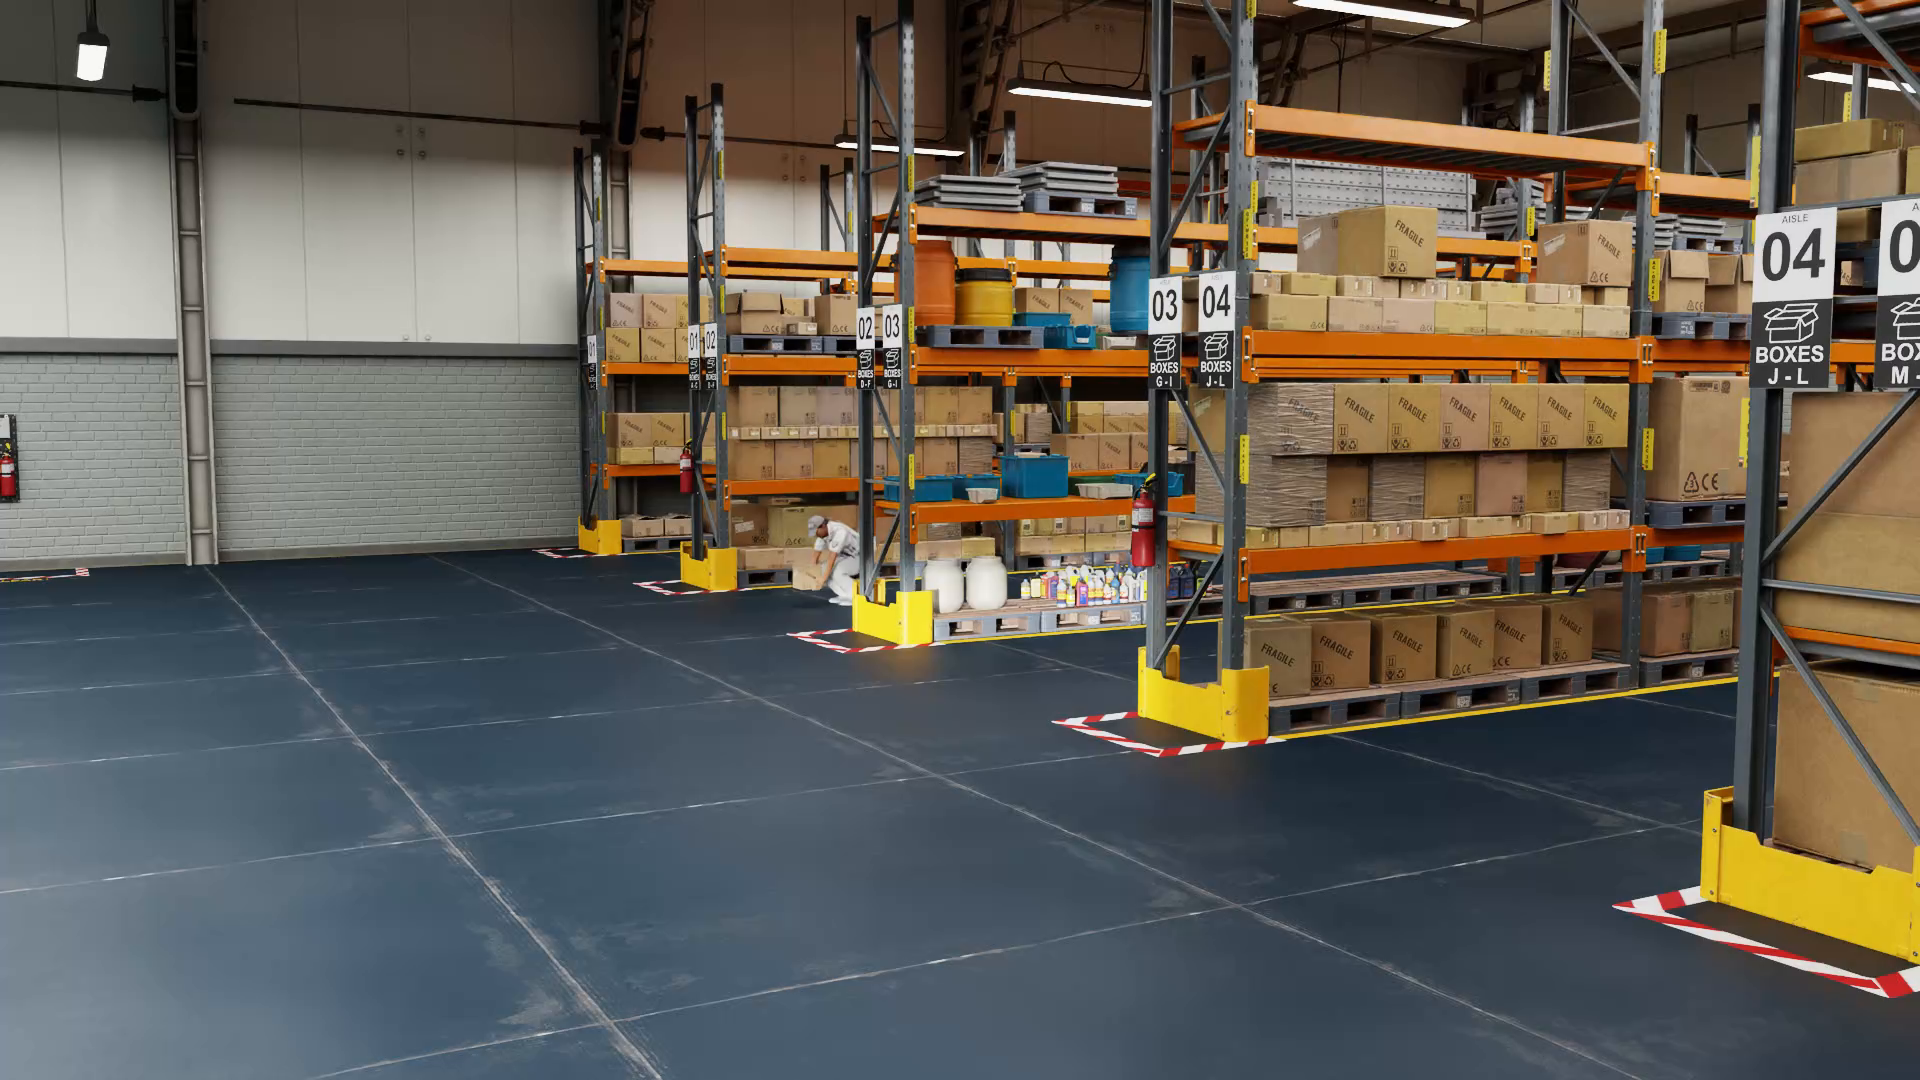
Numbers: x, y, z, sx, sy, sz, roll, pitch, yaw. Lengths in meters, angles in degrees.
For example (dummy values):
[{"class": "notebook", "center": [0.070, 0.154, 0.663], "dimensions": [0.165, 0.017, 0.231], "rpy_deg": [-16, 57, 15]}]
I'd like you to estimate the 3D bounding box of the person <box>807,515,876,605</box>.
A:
[{"class": "person", "center": [-1.350, 0.218, 18.705], "dimensions": [0.836, 1.021, 0.527], "rpy_deg": [-3, 6, -29]}]
